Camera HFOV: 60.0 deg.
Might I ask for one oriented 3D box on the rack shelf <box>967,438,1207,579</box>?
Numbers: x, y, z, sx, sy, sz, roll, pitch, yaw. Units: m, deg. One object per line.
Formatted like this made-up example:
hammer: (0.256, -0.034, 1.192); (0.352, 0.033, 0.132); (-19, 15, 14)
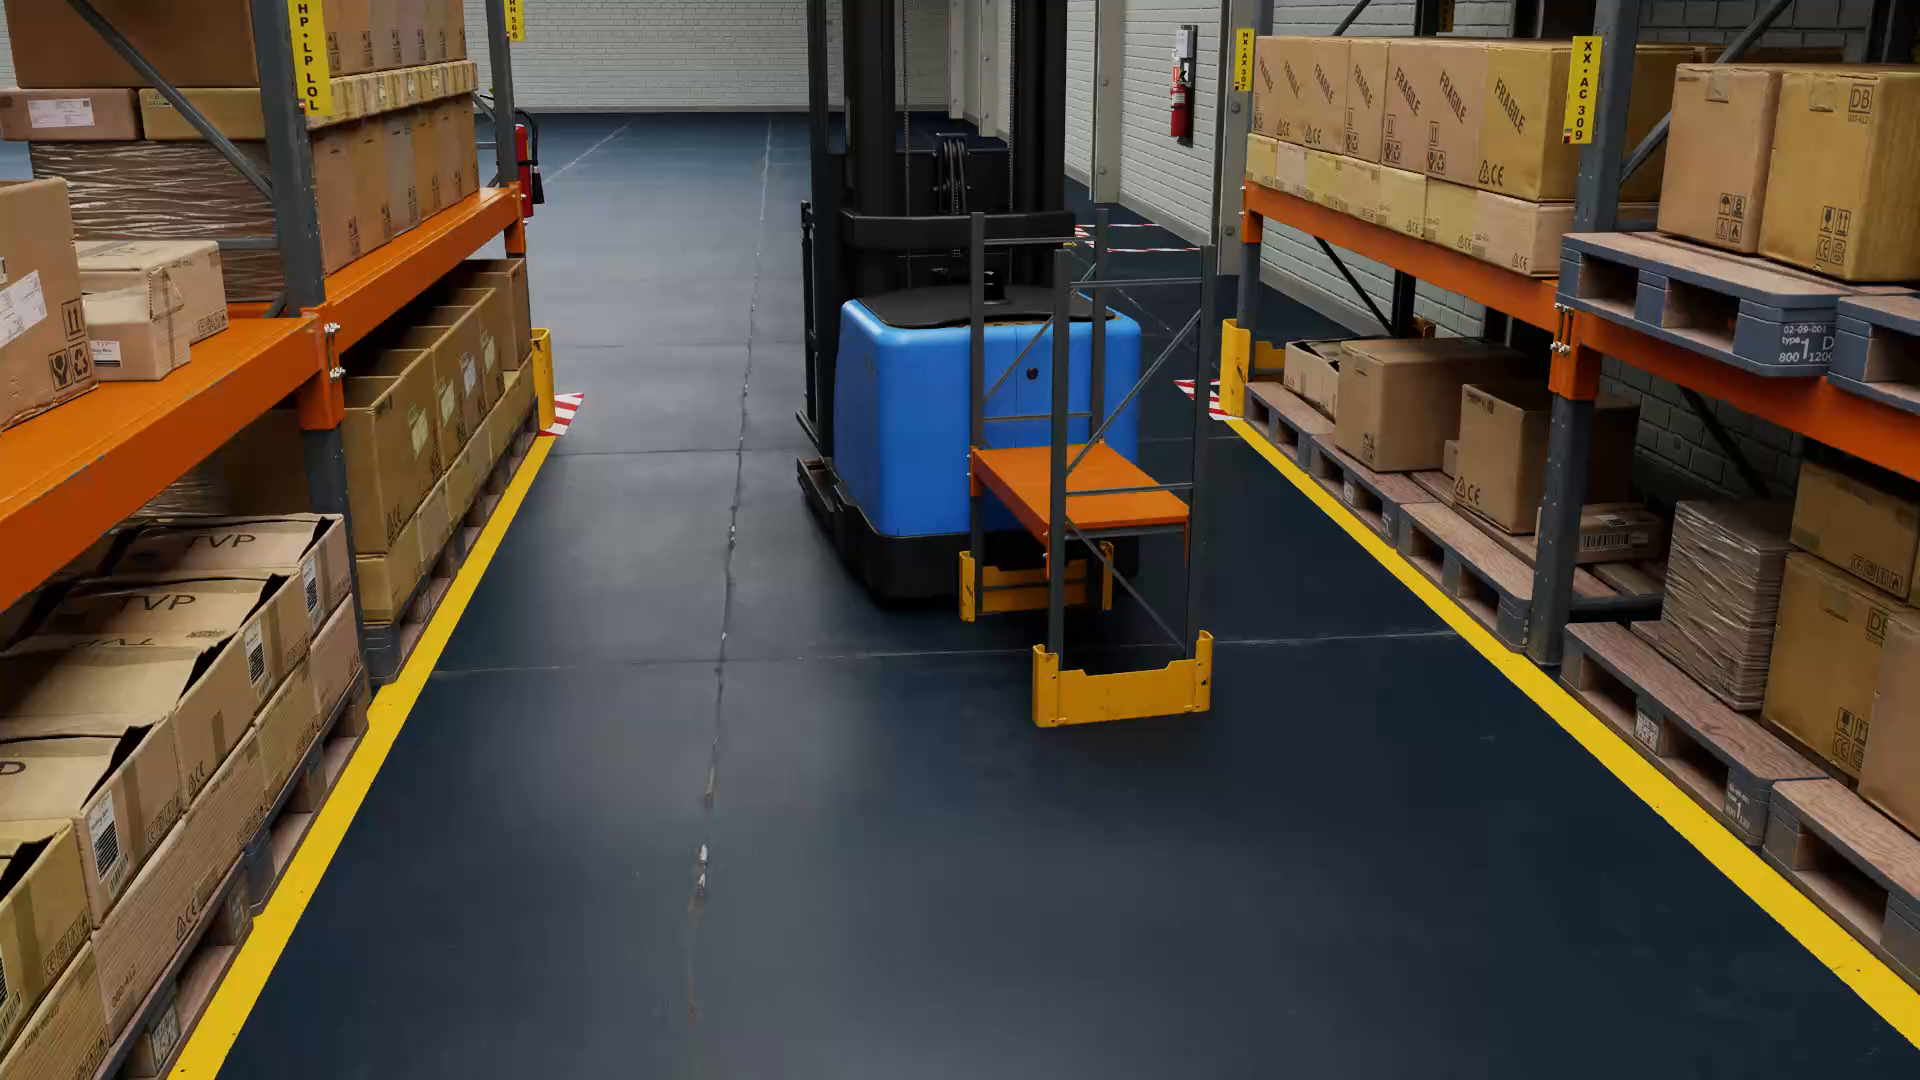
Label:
rack shelf: (0.403, -0.128, 5.680); (0.538, 0.185, 1.000); (-4, 18, -13)

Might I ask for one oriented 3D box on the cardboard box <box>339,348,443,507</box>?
cardboard box: (-2.224, -0.409, 6.108); (0.500, 0.500, 0.500); (-2, 18, -6)

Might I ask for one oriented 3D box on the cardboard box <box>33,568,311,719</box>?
cardboard box: (-2.041, 0.245, 4.343); (0.500, 0.311, 0.500); (-1, 17, -4)

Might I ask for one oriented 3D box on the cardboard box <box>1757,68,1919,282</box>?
cardboard box: (2.568, -0.958, 4.320); (0.700, 0.500, 0.500); (0, 17, 0)

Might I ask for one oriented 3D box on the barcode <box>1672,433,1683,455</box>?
barcode: (2.682, -0.358, 6.215); (0.001, 0.075, 0.075); (-2, 18, -6)

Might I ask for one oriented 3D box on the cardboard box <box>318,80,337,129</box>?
cardboard box: (-2.318, -1.461, 5.572); (0.380, 0.149, 0.250); (-2, 18, -7)

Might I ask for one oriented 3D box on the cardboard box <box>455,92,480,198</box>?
cardboard box: (-2.805, -1.966, 8.264); (0.700, 0.500, 0.500); (-2, 18, -6)

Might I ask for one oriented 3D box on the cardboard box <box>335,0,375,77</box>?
cardboard box: (-2.585, -1.964, 6.093); (0.700, 0.500, 0.500); (-2, 18, -6)

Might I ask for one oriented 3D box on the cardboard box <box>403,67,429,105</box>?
cardboard box: (-2.477, -1.921, 7.039); (0.380, 0.149, 0.250); (-1, 17, -4)

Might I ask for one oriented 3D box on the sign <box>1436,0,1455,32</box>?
sign: (2.640, -2.926, 9.029); (0.100, 0.325, 0.005); (-2, 18, -6)

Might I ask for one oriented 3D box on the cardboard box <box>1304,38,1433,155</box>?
cardboard box: (1.925, -2.054, 7.678); (0.500, 0.500, 0.500); (-2, 18, -7)

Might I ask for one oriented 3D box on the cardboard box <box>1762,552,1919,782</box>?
cardboard box: (2.694, 0.334, 4.544); (0.700, 0.500, 0.500); (-2, 18, -7)

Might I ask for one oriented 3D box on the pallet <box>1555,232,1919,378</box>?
pallet: (2.433, -0.696, 4.707); (1.003, 0.211, 1.213); (-2, 18, -6)

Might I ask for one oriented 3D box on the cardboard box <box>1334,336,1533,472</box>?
cardboard box: (2.153, -0.630, 7.615); (0.700, 0.500, 0.500); (-3, 18, -9)

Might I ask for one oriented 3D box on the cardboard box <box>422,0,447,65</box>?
cardboard box: (-2.740, -2.412, 7.521); (0.700, 0.500, 0.500); (-2, 18, -7)

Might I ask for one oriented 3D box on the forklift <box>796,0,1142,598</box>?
forklift: (-0.150, -1.581, 7.321); (1.130, 2.935, 3.031); (-4, 18, -13)

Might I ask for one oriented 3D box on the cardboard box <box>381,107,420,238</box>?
cardboard box: (-2.643, -1.505, 6.795); (0.700, 0.500, 0.500); (-1, 17, -4)

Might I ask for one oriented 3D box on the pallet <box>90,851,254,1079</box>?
pallet: (-2.184, 1.047, 3.489); (1.003, 0.211, 1.213); (-2, 18, -6)

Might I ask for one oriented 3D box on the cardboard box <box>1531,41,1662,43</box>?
cardboard box: (2.562, -1.765, 6.757); (0.500, 0.500, 0.500); (-1, 17, -4)

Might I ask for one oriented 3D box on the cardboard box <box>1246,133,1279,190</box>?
cardboard box: (1.821, -1.995, 8.739); (0.500, 0.250, 0.500); (-2, 18, -7)

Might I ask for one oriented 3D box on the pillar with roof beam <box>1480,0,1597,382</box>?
pillar with roof beam: (-1.263, -4.759, 7.313); (9.100, 9.000, 0.400); (-2, 18, -6)

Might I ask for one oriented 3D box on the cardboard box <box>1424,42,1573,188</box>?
cardboard box: (2.085, -1.596, 6.217); (0.500, 0.500, 0.500); (-2, 18, -6)

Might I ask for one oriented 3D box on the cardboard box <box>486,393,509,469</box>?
cardboard box: (-2.375, -0.498, 7.645); (0.500, 0.250, 0.500); (-2, 18, -6)

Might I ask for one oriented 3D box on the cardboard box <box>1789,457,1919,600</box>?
cardboard box: (2.640, -0.045, 4.500); (0.500, 0.250, 0.500); (-2, 18, -7)

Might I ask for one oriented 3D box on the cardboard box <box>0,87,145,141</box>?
cardboard box: (-2.669, -1.297, 5.052); (0.380, 0.149, 0.250); (-2, 18, -6)

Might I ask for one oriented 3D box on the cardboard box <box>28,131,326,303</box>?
cardboard box: (-2.480, -1.046, 5.333); (0.700, 0.500, 0.500); (-2, 18, -7)

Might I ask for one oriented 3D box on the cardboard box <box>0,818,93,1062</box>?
cardboard box: (-1.890, 0.696, 2.904); (0.500, 0.311, 0.500); (-2, 18, -7)

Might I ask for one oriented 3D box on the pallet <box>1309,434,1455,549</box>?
pallet: (2.265, -0.253, 7.630); (1.003, 0.211, 1.213); (-2, 18, -6)

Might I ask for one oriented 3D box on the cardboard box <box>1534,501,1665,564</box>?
cardboard box: (2.414, -0.037, 6.281); (0.380, 0.166, 0.250); (-4, 18, -13)

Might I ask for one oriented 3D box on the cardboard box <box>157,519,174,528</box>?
cardboard box: (-2.693, 0.114, 5.695); (0.500, 0.250, 0.500); (-2, 18, -6)

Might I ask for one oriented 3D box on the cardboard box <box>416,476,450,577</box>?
cardboard box: (-2.221, -0.051, 6.221); (0.500, 0.250, 0.500); (-2, 18, -6)

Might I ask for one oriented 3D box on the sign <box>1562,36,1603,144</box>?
sign: (1.960, -1.414, 5.228); (0.100, 0.325, 0.005); (-2, 18, -6)

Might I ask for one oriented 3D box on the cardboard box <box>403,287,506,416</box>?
cardboard box: (-2.372, -0.856, 7.533); (0.500, 0.500, 0.500); (-2, 18, -6)

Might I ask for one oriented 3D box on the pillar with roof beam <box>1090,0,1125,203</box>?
pillar with roof beam: (-2.501, -8.334, 18.701); (9.100, 9.000, 0.400); (-2, 18, -6)

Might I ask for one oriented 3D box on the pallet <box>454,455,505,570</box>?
pallet: (-2.598, -0.138, 7.264); (1.003, 0.211, 1.213); (-2, 18, -6)

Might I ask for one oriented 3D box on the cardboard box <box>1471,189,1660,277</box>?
cardboard box: (2.148, -1.090, 5.857); (0.500, 0.250, 0.500); (-2, 18, -6)

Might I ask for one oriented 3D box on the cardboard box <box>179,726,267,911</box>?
cardboard box: (-1.993, 0.663, 3.945); (0.500, 0.250, 0.500); (-1, 17, -4)

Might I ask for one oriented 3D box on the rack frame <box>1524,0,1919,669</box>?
rack frame: (2.499, -1.020, 5.418); (1.000, 3.000, 0.127); (-2, 18, -6)

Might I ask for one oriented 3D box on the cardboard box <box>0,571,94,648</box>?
cardboard box: (-2.587, 0.258, 4.300); (0.500, 0.311, 0.500); (-2, 18, -6)

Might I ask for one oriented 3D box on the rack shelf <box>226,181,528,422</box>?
rack shelf: (-2.634, -1.118, 6.933); (1.077, 0.370, 4.000); (-2, 18, -6)

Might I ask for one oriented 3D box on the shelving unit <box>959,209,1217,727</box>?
shelving unit: (0.405, -0.297, 5.618); (0.587, 1.500, 1.083); (-4, 18, -13)

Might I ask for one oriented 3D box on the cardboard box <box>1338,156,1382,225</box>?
cardboard box: (1.985, -1.538, 7.284); (0.500, 0.250, 0.500); (-2, 18, -5)

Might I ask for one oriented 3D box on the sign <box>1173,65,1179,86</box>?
sign: (2.229, -4.740, 17.207); (0.001, 0.329, 0.234); (-2, 18, -6)

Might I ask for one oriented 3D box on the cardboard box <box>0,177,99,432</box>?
cardboard box: (-2.311, -0.527, 3.682); (0.500, 0.500, 0.500); (-1, 17, -2)

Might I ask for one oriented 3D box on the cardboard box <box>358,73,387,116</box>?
cardboard box: (-2.400, -1.693, 6.312); (0.380, 0.149, 0.250); (-2, 18, -7)

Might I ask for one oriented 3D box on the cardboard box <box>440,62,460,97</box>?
cardboard box: (-2.557, -2.153, 7.776); (0.380, 0.149, 0.250); (-2, 18, -6)

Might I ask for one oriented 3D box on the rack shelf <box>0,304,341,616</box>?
rack shelf: (-2.222, 0.073, 3.137); (1.077, 0.370, 4.000); (-2, 18, -6)
